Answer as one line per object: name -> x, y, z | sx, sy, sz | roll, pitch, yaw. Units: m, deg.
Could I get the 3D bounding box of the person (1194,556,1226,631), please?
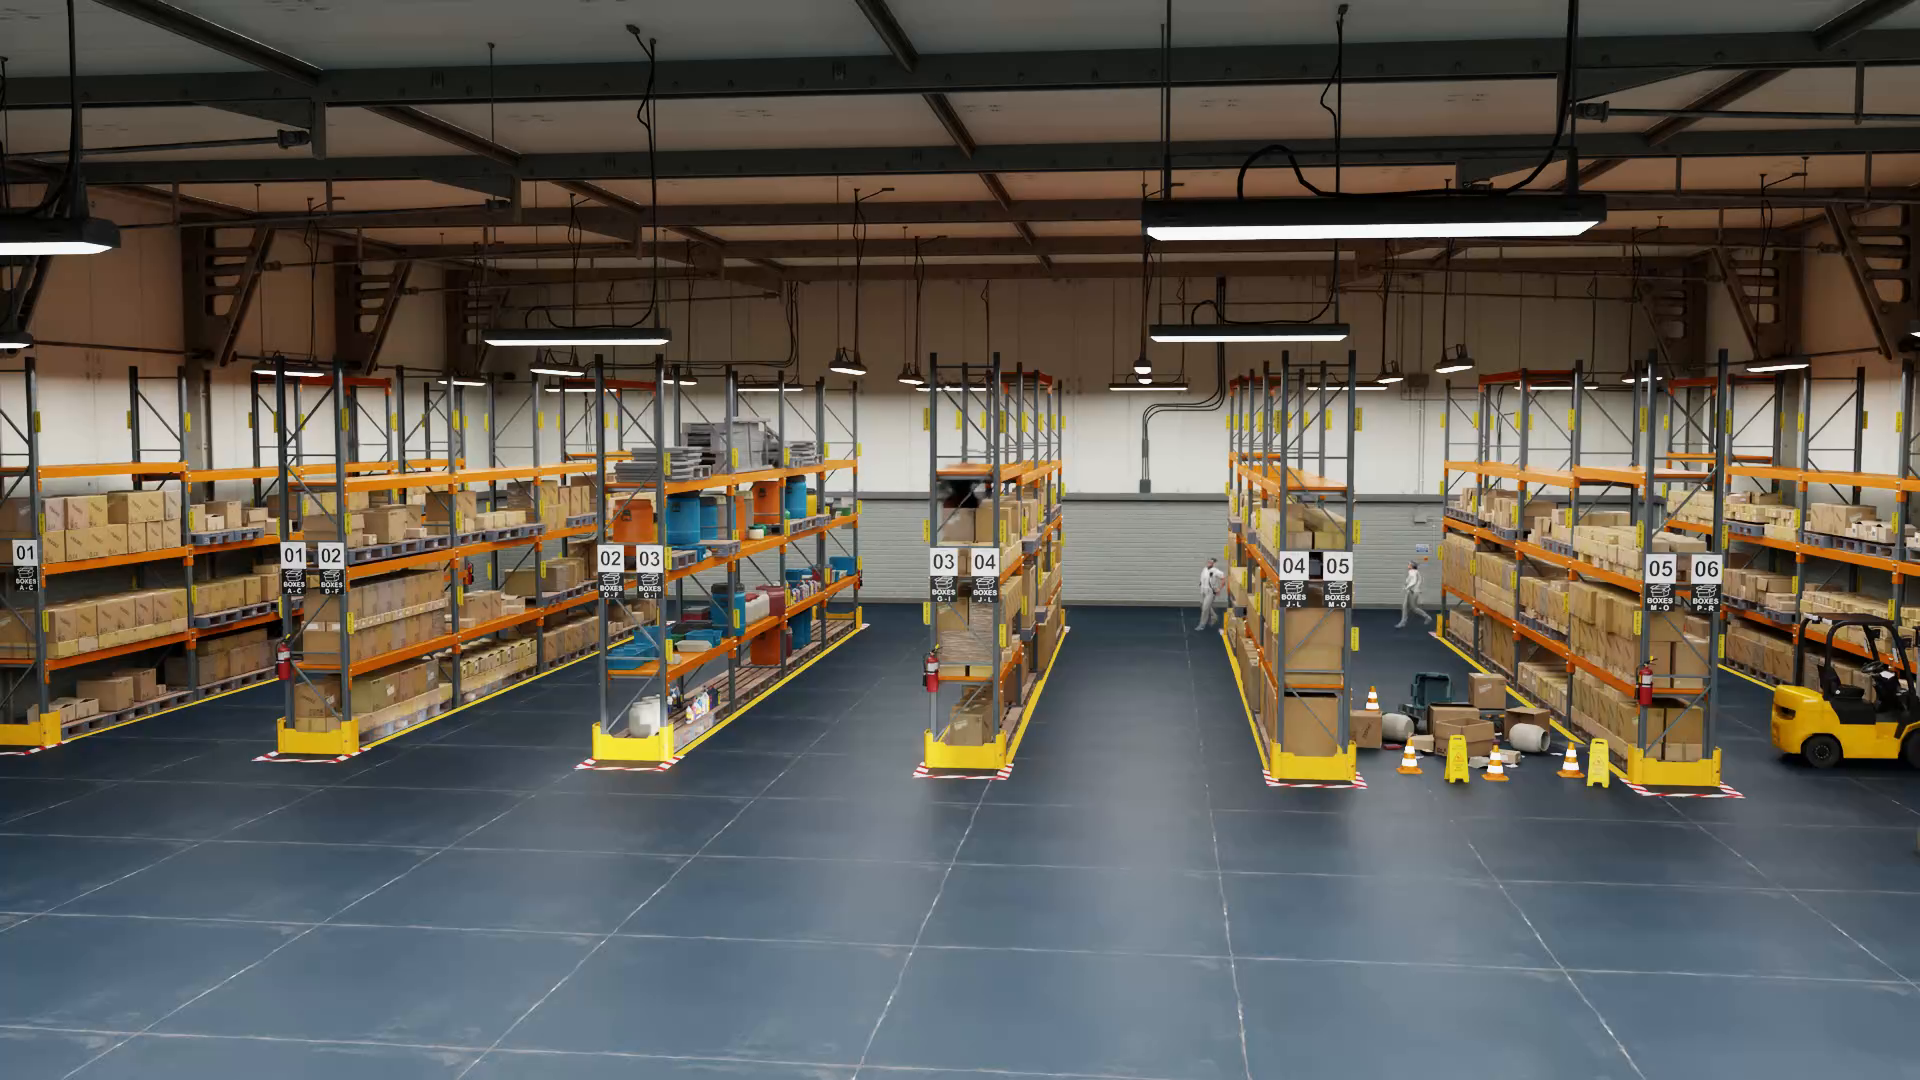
person -> 6.049, 1.274, 40.138 | 0.900, 1.782, 0.713 | -3, 5, -34

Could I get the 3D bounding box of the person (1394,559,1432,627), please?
person -> 10.971, 1.298, 40.191 | 0.892, 1.681, 0.615 | 1, 4, 16
